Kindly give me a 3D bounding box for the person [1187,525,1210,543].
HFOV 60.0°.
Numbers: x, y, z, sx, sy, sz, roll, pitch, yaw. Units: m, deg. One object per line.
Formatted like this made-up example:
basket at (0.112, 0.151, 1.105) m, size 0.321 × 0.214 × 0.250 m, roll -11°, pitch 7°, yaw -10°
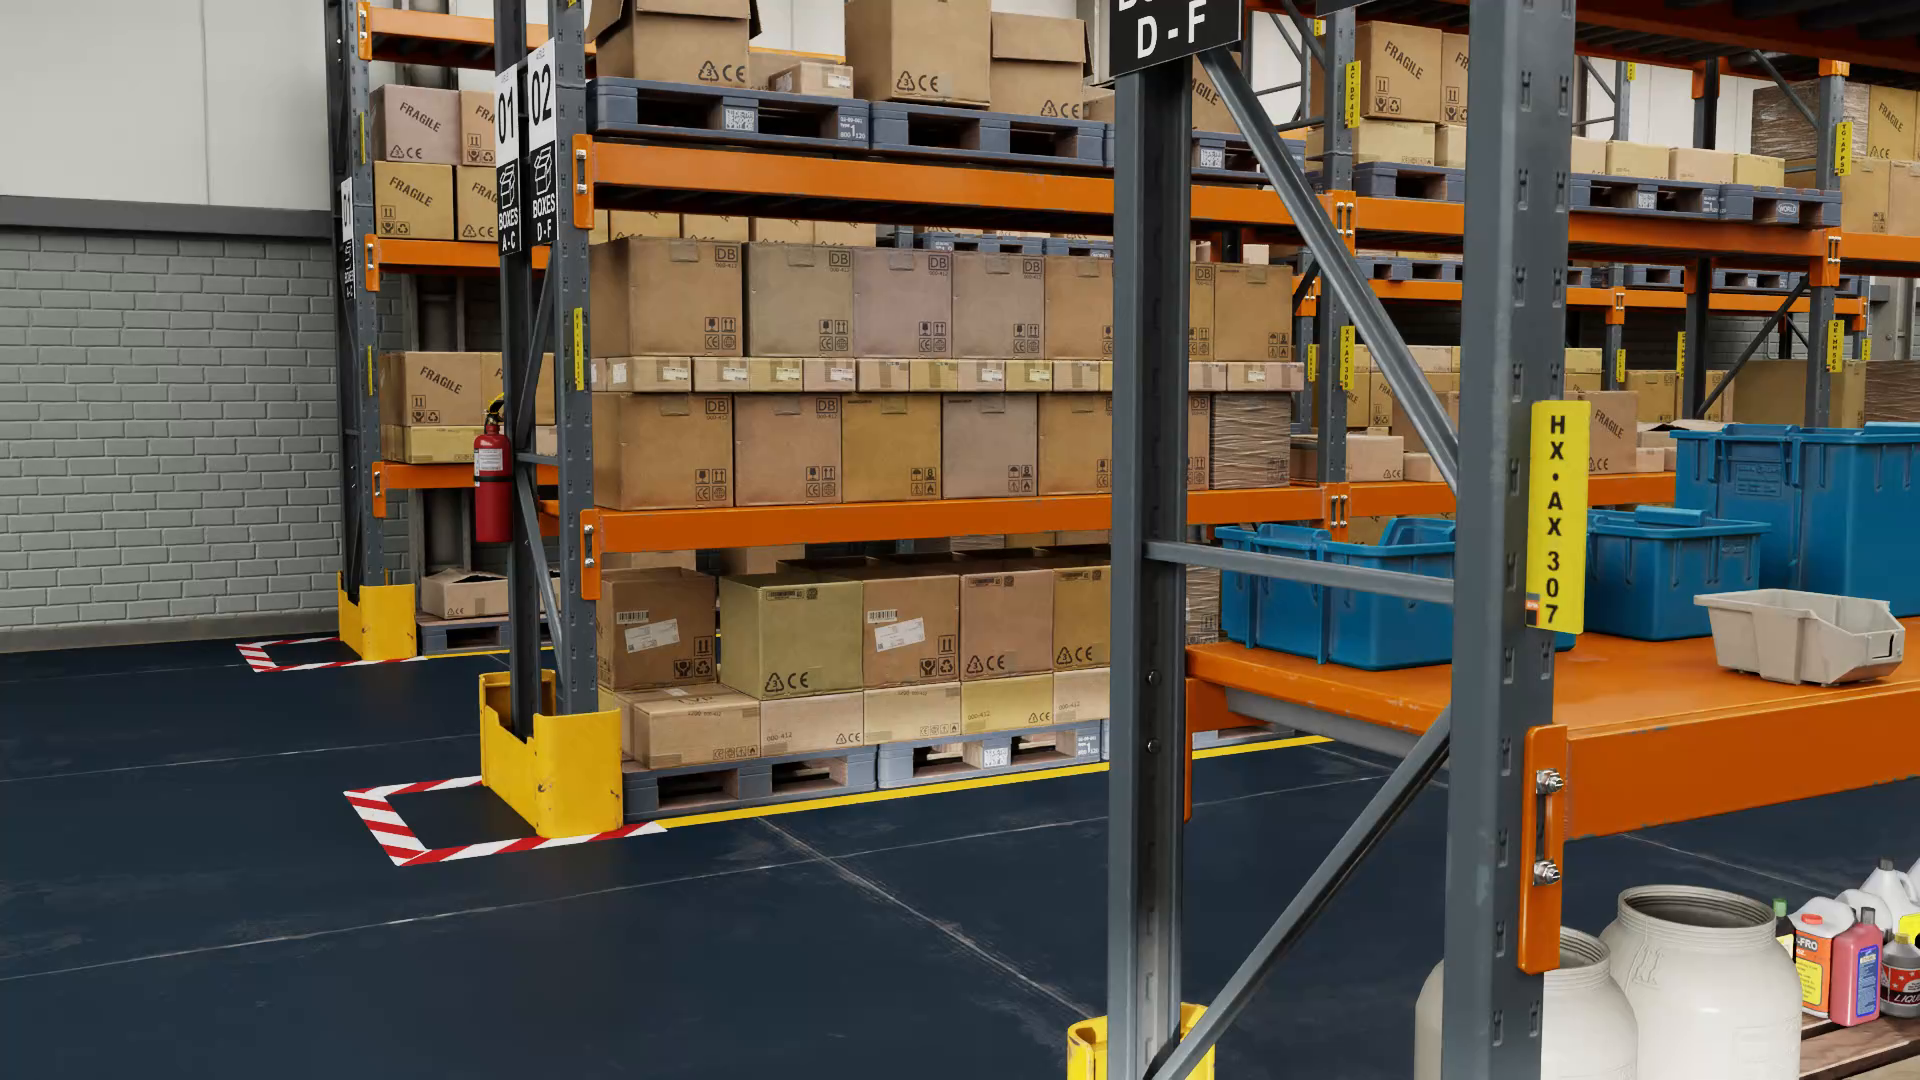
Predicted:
person at (1.970, -0.205, 13.412) m, size 0.312 × 1.604 × 0.408 m, roll -3°, pitch 6°, yaw -30°
